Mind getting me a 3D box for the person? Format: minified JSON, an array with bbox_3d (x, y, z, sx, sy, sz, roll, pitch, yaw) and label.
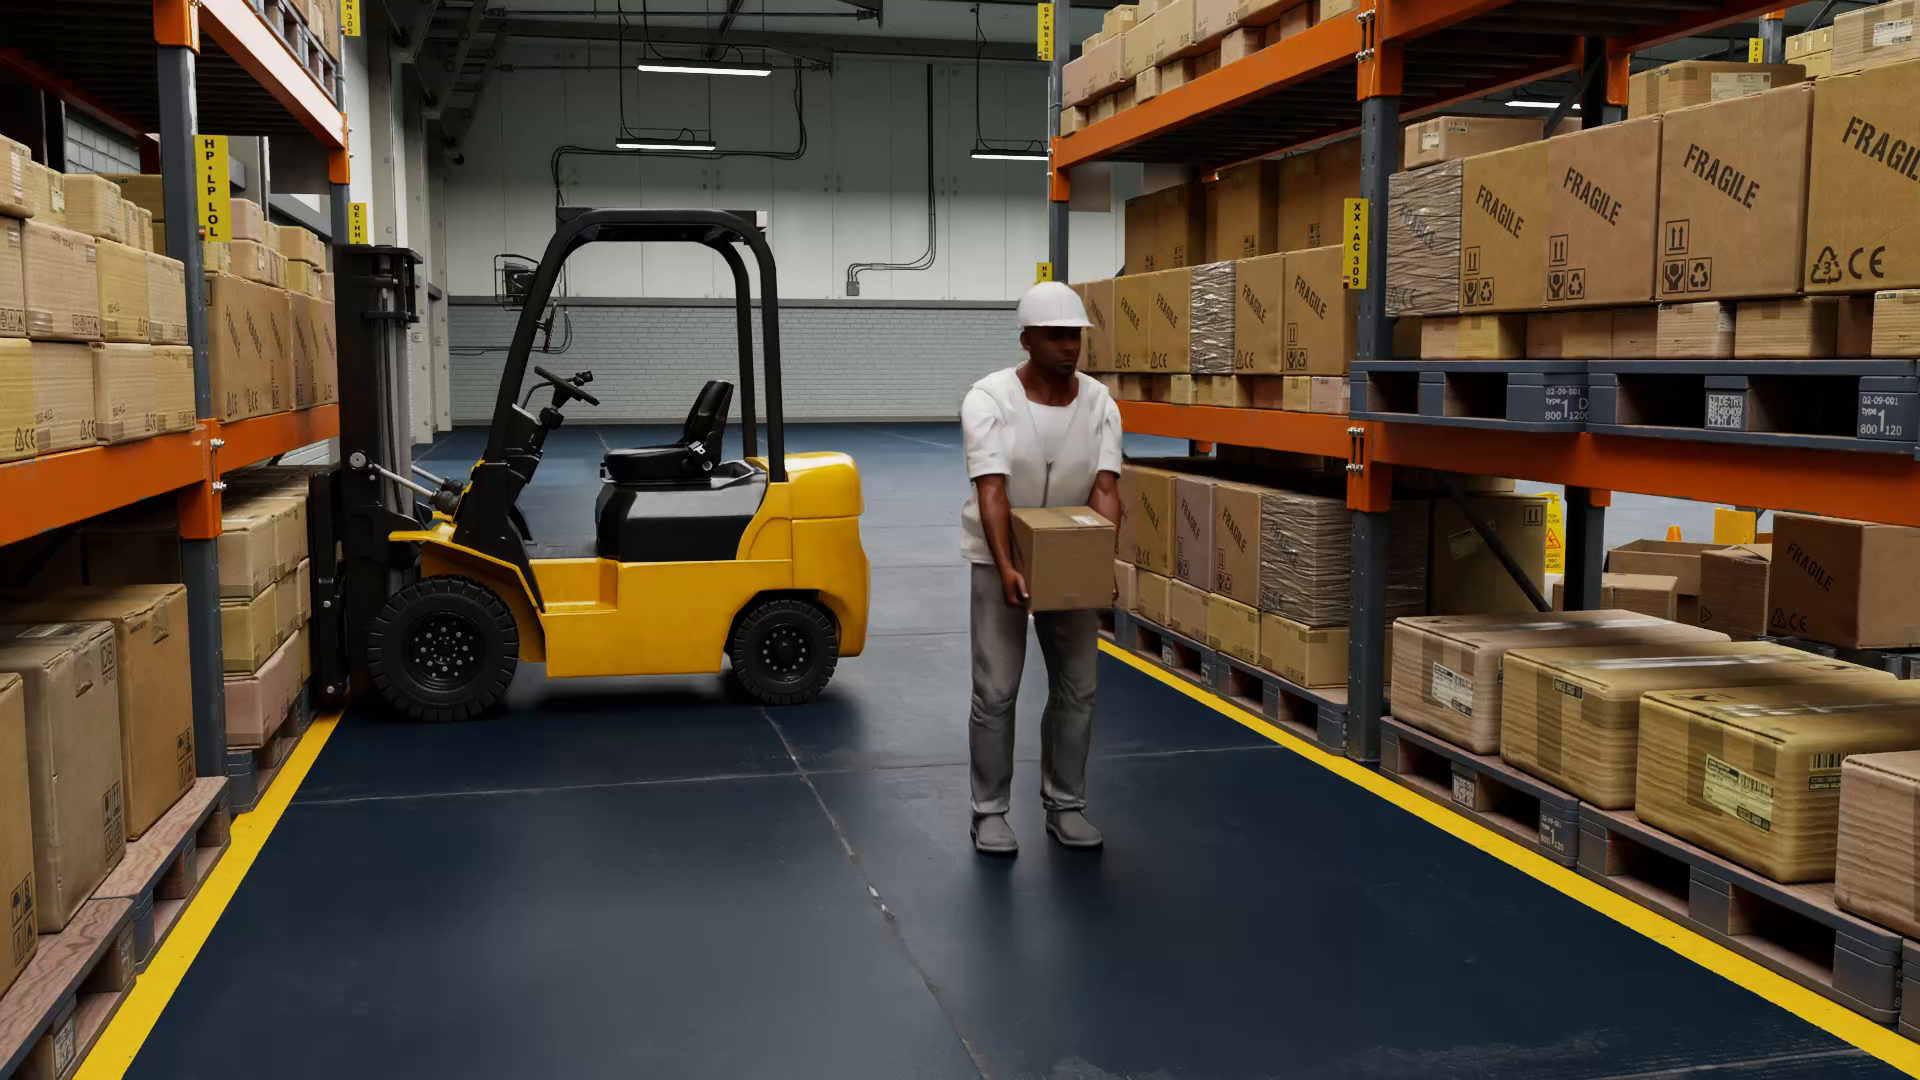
[{"bbox_3d":[0.258,-0.299,5.048,0.471,0.960,0.590,-2,6,-15],"label":"person"}]
